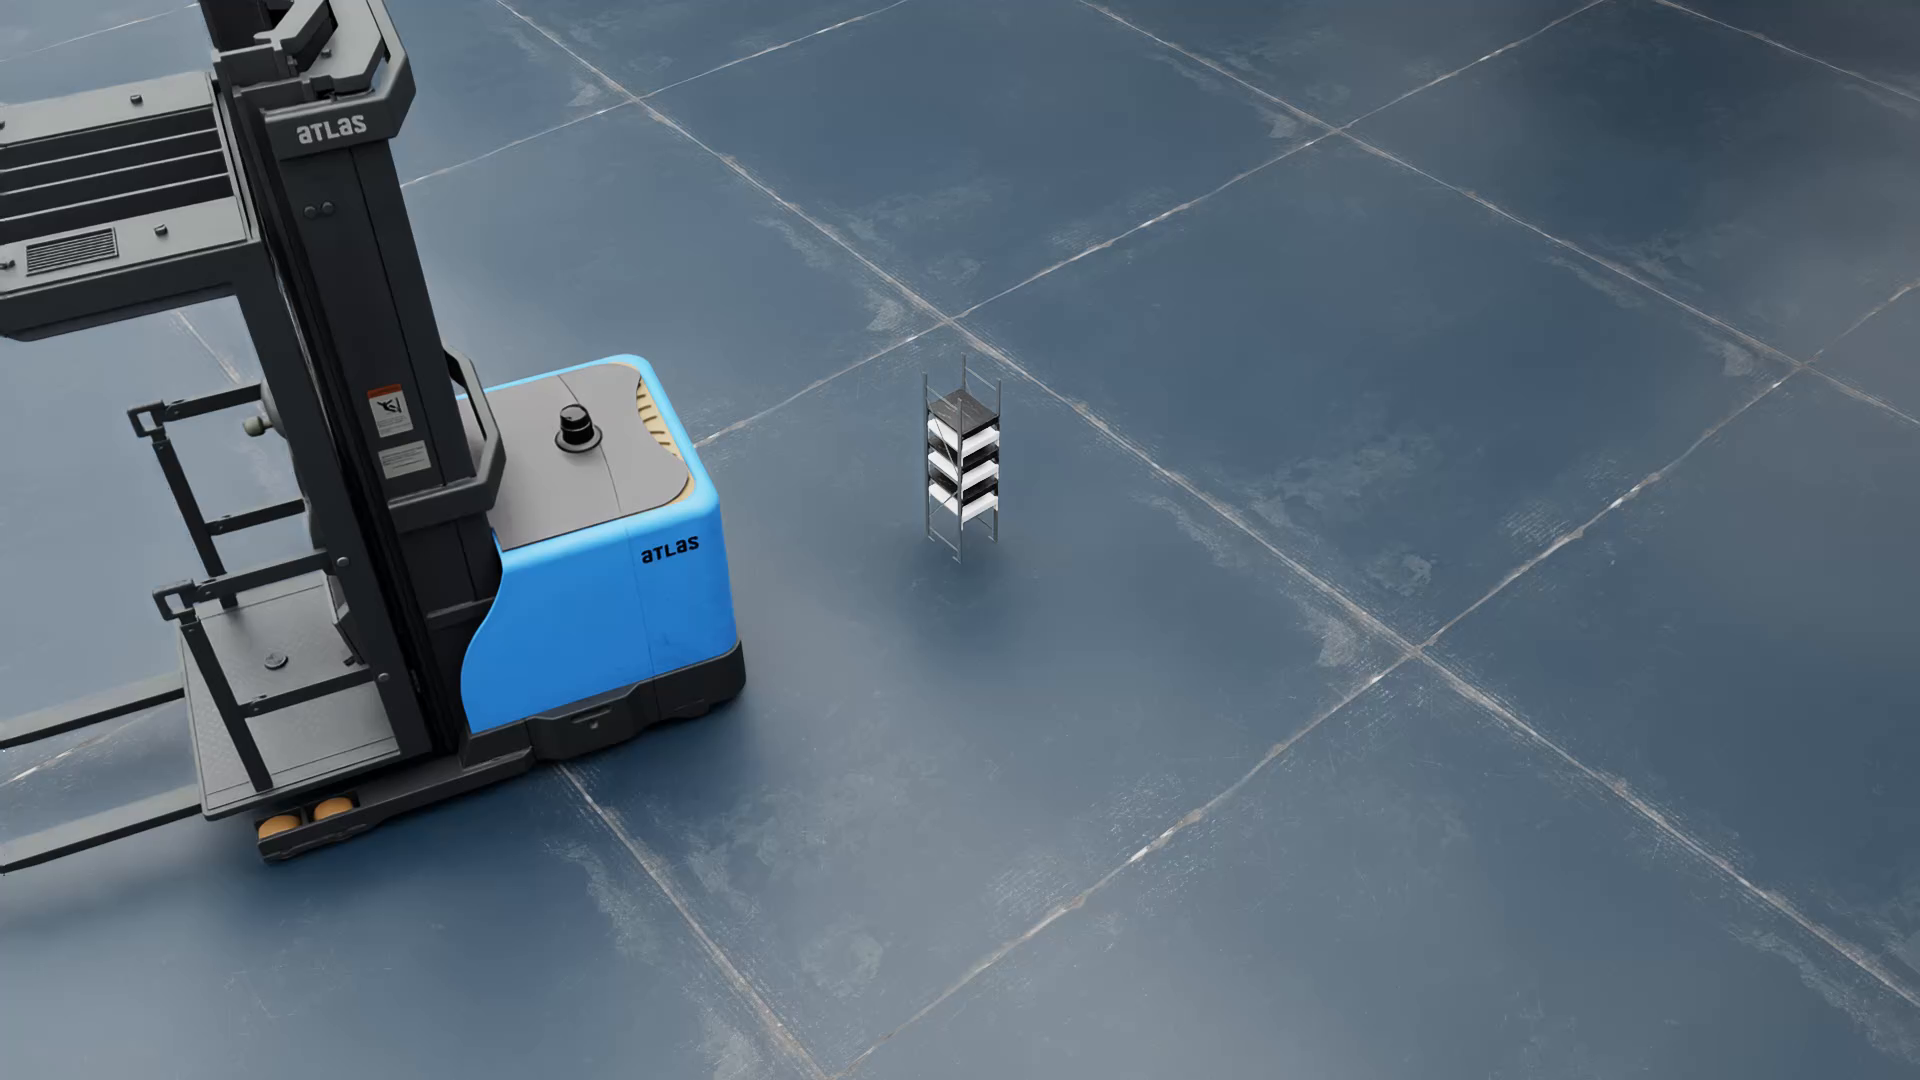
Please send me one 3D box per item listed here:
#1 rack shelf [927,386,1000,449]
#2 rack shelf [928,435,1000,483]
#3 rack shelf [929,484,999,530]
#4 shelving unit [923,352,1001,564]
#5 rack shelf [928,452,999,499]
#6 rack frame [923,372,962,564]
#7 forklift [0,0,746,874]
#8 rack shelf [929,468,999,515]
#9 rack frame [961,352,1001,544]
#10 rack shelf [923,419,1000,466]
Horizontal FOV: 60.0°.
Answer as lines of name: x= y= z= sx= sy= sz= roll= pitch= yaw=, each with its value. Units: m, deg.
rack shelf: x=0.006 y=-0.504 z=6.837 sx=0.200 sy=0.077 sz=0.258 roll=-30 pitch=51 yaw=-28
rack shelf: x=0.006 y=-0.373 z=6.961 sx=0.200 sy=0.077 sz=0.258 roll=-30 pitch=51 yaw=-28
rack shelf: x=0.006 y=-0.176 z=7.145 sx=0.200 sy=0.077 sz=0.258 roll=-30 pitch=51 yaw=-28
shelving unit: x=0.006 y=-0.332 z=6.999 sx=0.210 sy=0.900 sz=0.258 roll=-30 pitch=51 yaw=-28
rack shelf: x=0.006 y=-0.307 z=7.022 sx=0.200 sy=0.077 sz=0.258 roll=-30 pitch=51 yaw=-28
rack frame: x=-0.072 y=-0.287 z=6.952 sx=0.006 sy=0.900 sz=0.240 roll=-30 pitch=51 yaw=-28
forklift: x=-2.411 y=-0.320 z=5.503 sx=3.031 sy=2.935 sz=1.130 roll=-17 pitch=46 yaw=-18
rack shelf: x=0.006 y=-0.242 z=7.084 sx=0.200 sy=0.077 sz=0.258 roll=-30 pitch=51 yaw=-28
rack frame: x=0.084 y=-0.376 z=7.047 sx=0.006 sy=0.900 sz=0.240 roll=-30 pitch=51 yaw=-28
rack shelf: x=0.006 y=-0.438 z=6.899 sx=0.200 sy=0.077 sz=0.258 roll=-30 pitch=51 yaw=-28
